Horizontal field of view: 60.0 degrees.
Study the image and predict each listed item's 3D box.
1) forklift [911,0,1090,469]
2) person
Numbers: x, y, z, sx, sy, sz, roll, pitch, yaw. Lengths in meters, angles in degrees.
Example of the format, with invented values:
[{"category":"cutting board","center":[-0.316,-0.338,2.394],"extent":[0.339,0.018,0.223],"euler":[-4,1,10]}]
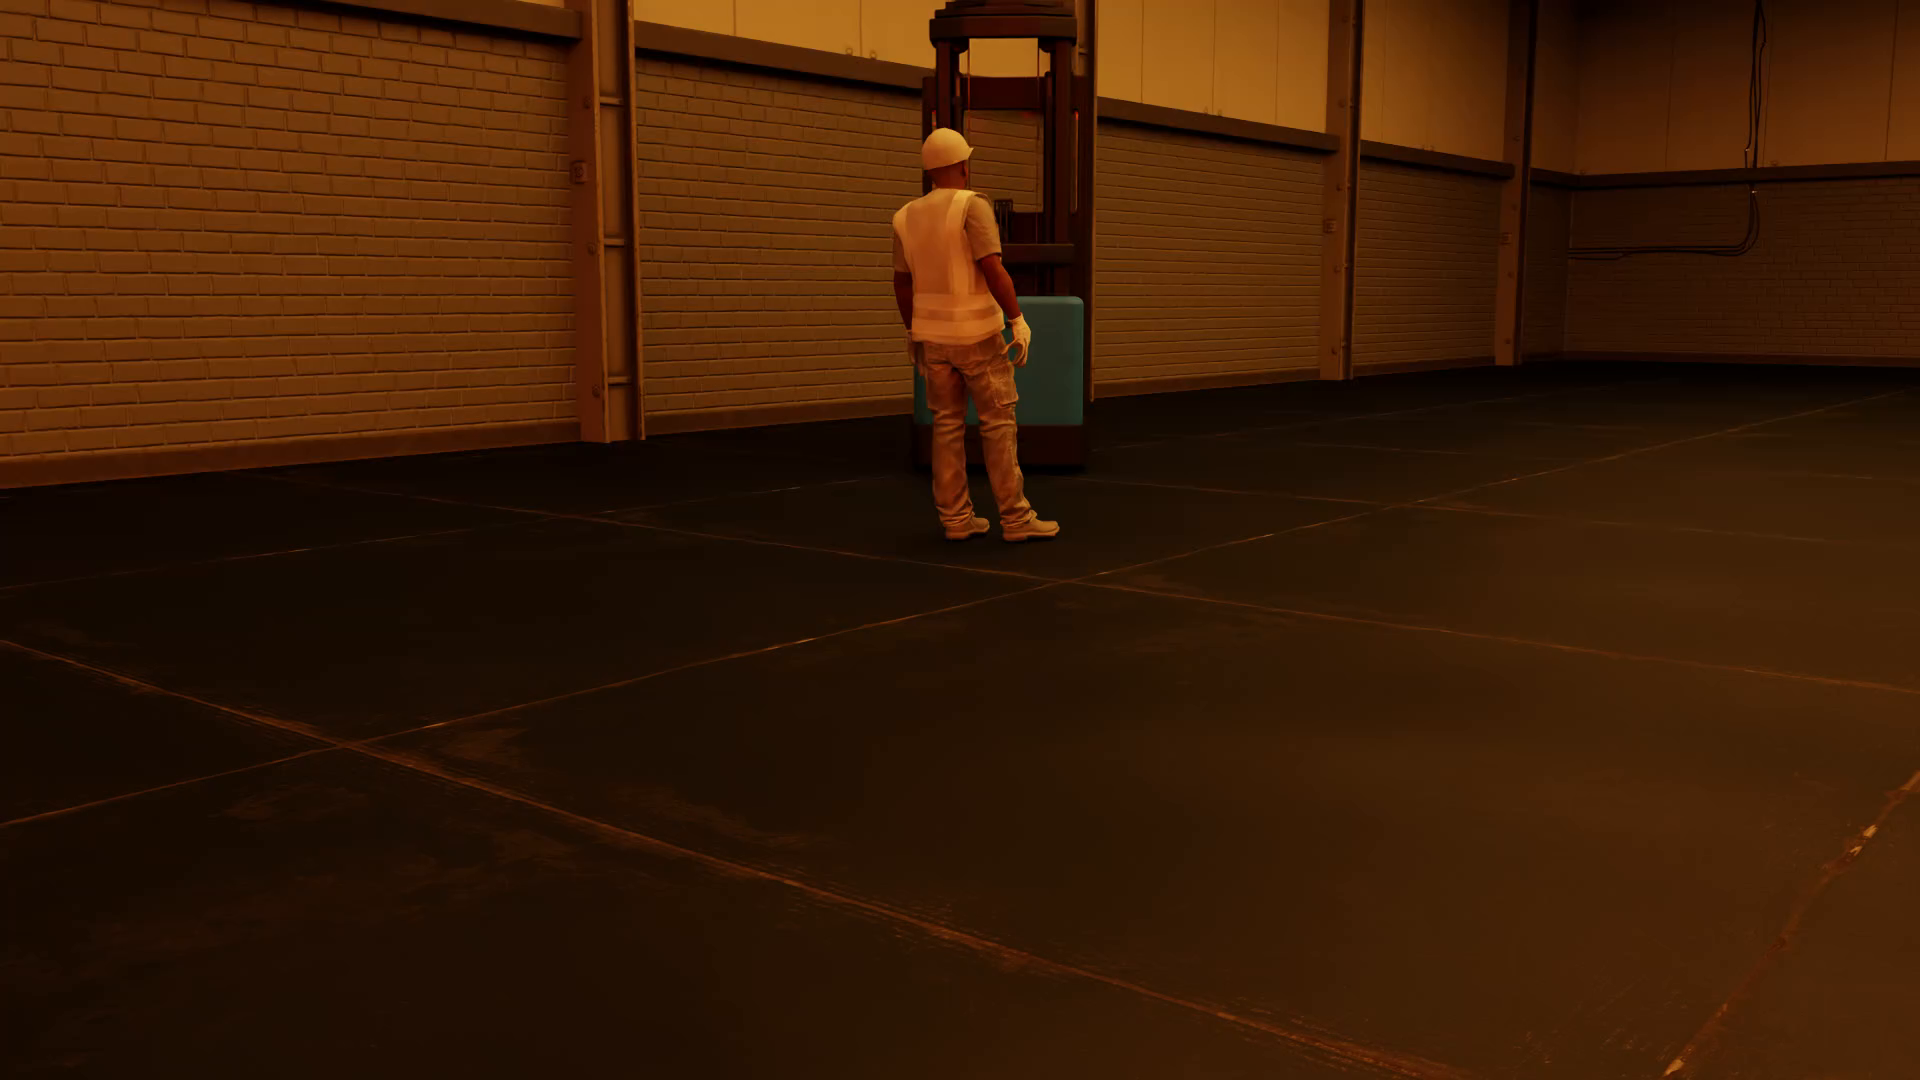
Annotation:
[{"category":"forklift","center":[0.309,-2.049,11.281],"extent":[1.130,2.935,3.031],"euler":[0,8,3]},{"category":"person","center":[0.052,-0.896,7.325],"extent":[0.656,1.781,0.577],"euler":[7,11,38]}]
